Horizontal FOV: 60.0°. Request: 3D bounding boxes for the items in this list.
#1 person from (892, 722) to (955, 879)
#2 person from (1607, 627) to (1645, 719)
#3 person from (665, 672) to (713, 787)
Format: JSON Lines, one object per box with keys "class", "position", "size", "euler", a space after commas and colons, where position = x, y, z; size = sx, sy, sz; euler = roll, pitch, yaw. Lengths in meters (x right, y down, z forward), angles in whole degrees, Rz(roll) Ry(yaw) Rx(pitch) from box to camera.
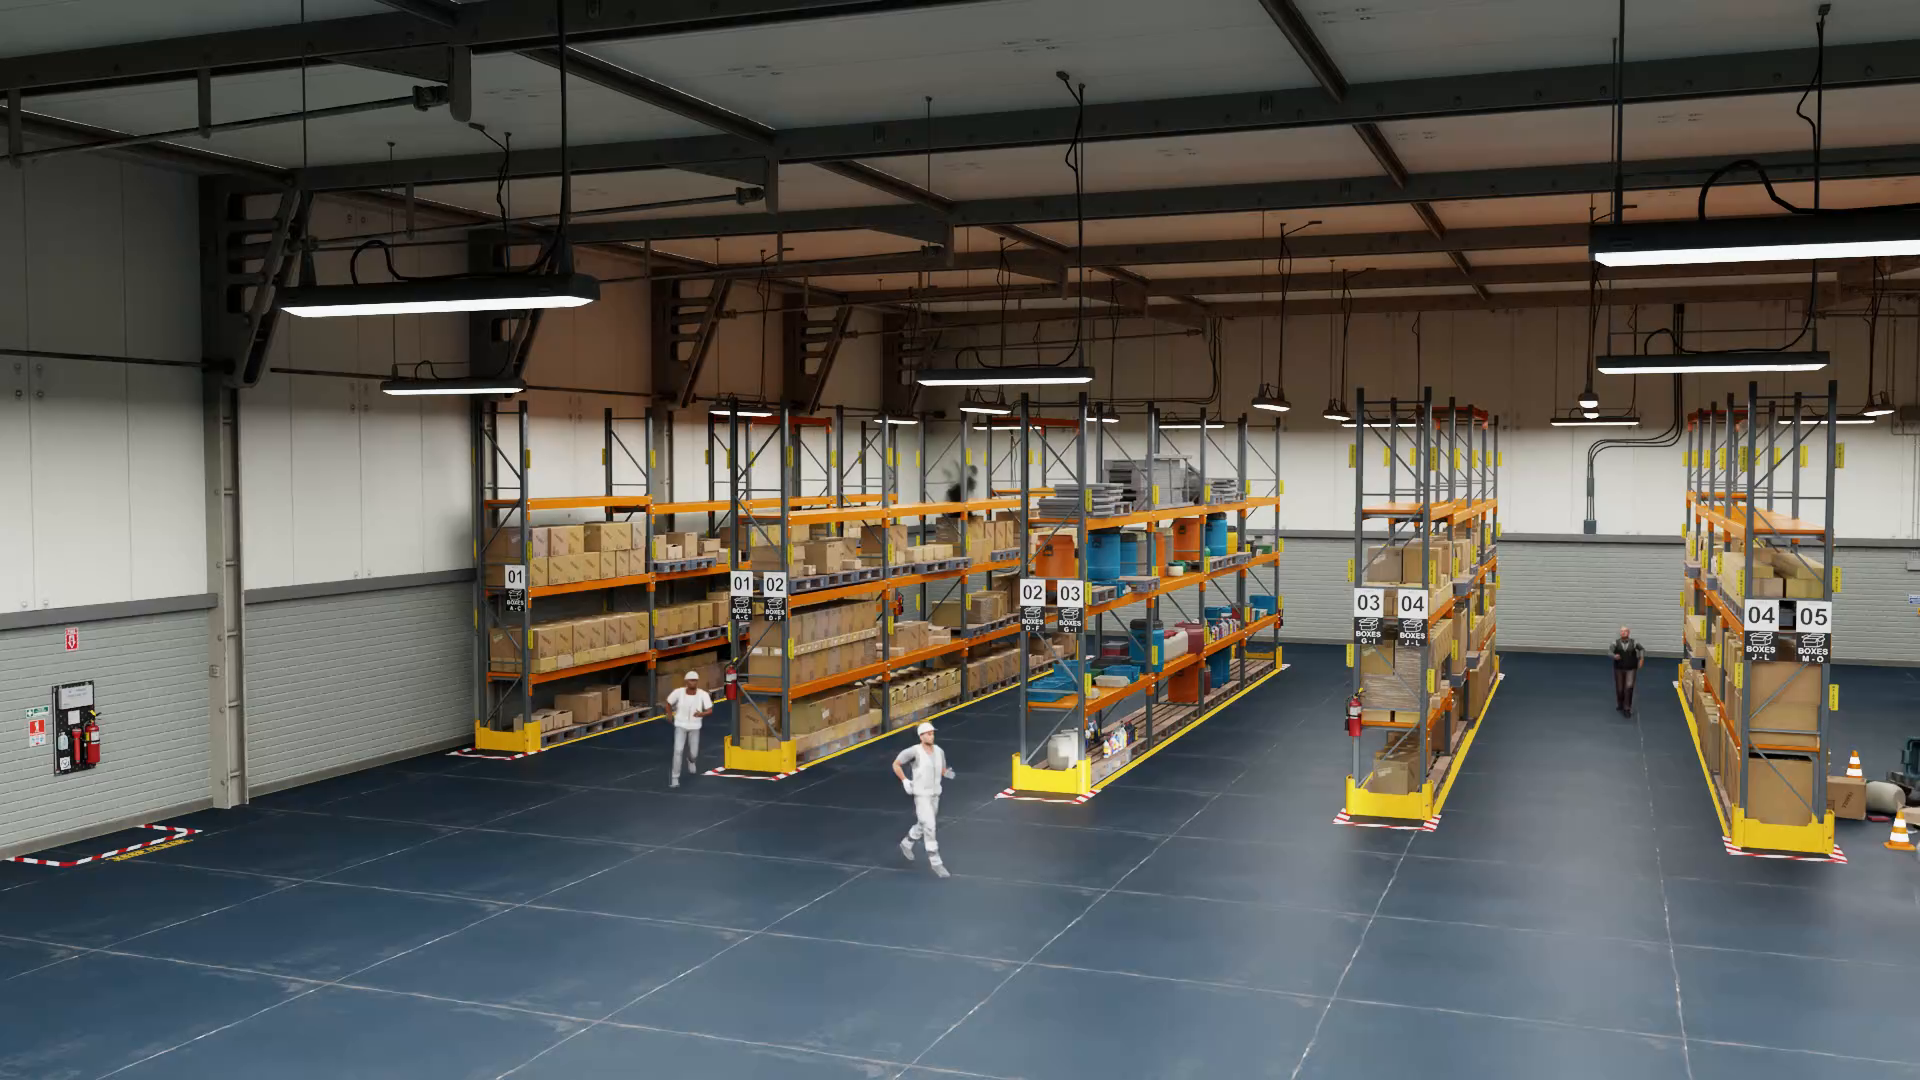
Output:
{"class": "person", "position": [-0.417, 3.107, 20.153], "size": [0.651, 1.807, 0.979], "euler": [-3, 4, -44]}
{"class": "person", "position": [12.983, 2.561, 32.462], "size": [0.661, 1.730, 0.941], "euler": [1, 3, 26]}
{"class": "person", "position": [-4.198, 2.903, 25.814], "size": [0.731, 1.731, 0.866], "euler": [-1, 3, -14]}
